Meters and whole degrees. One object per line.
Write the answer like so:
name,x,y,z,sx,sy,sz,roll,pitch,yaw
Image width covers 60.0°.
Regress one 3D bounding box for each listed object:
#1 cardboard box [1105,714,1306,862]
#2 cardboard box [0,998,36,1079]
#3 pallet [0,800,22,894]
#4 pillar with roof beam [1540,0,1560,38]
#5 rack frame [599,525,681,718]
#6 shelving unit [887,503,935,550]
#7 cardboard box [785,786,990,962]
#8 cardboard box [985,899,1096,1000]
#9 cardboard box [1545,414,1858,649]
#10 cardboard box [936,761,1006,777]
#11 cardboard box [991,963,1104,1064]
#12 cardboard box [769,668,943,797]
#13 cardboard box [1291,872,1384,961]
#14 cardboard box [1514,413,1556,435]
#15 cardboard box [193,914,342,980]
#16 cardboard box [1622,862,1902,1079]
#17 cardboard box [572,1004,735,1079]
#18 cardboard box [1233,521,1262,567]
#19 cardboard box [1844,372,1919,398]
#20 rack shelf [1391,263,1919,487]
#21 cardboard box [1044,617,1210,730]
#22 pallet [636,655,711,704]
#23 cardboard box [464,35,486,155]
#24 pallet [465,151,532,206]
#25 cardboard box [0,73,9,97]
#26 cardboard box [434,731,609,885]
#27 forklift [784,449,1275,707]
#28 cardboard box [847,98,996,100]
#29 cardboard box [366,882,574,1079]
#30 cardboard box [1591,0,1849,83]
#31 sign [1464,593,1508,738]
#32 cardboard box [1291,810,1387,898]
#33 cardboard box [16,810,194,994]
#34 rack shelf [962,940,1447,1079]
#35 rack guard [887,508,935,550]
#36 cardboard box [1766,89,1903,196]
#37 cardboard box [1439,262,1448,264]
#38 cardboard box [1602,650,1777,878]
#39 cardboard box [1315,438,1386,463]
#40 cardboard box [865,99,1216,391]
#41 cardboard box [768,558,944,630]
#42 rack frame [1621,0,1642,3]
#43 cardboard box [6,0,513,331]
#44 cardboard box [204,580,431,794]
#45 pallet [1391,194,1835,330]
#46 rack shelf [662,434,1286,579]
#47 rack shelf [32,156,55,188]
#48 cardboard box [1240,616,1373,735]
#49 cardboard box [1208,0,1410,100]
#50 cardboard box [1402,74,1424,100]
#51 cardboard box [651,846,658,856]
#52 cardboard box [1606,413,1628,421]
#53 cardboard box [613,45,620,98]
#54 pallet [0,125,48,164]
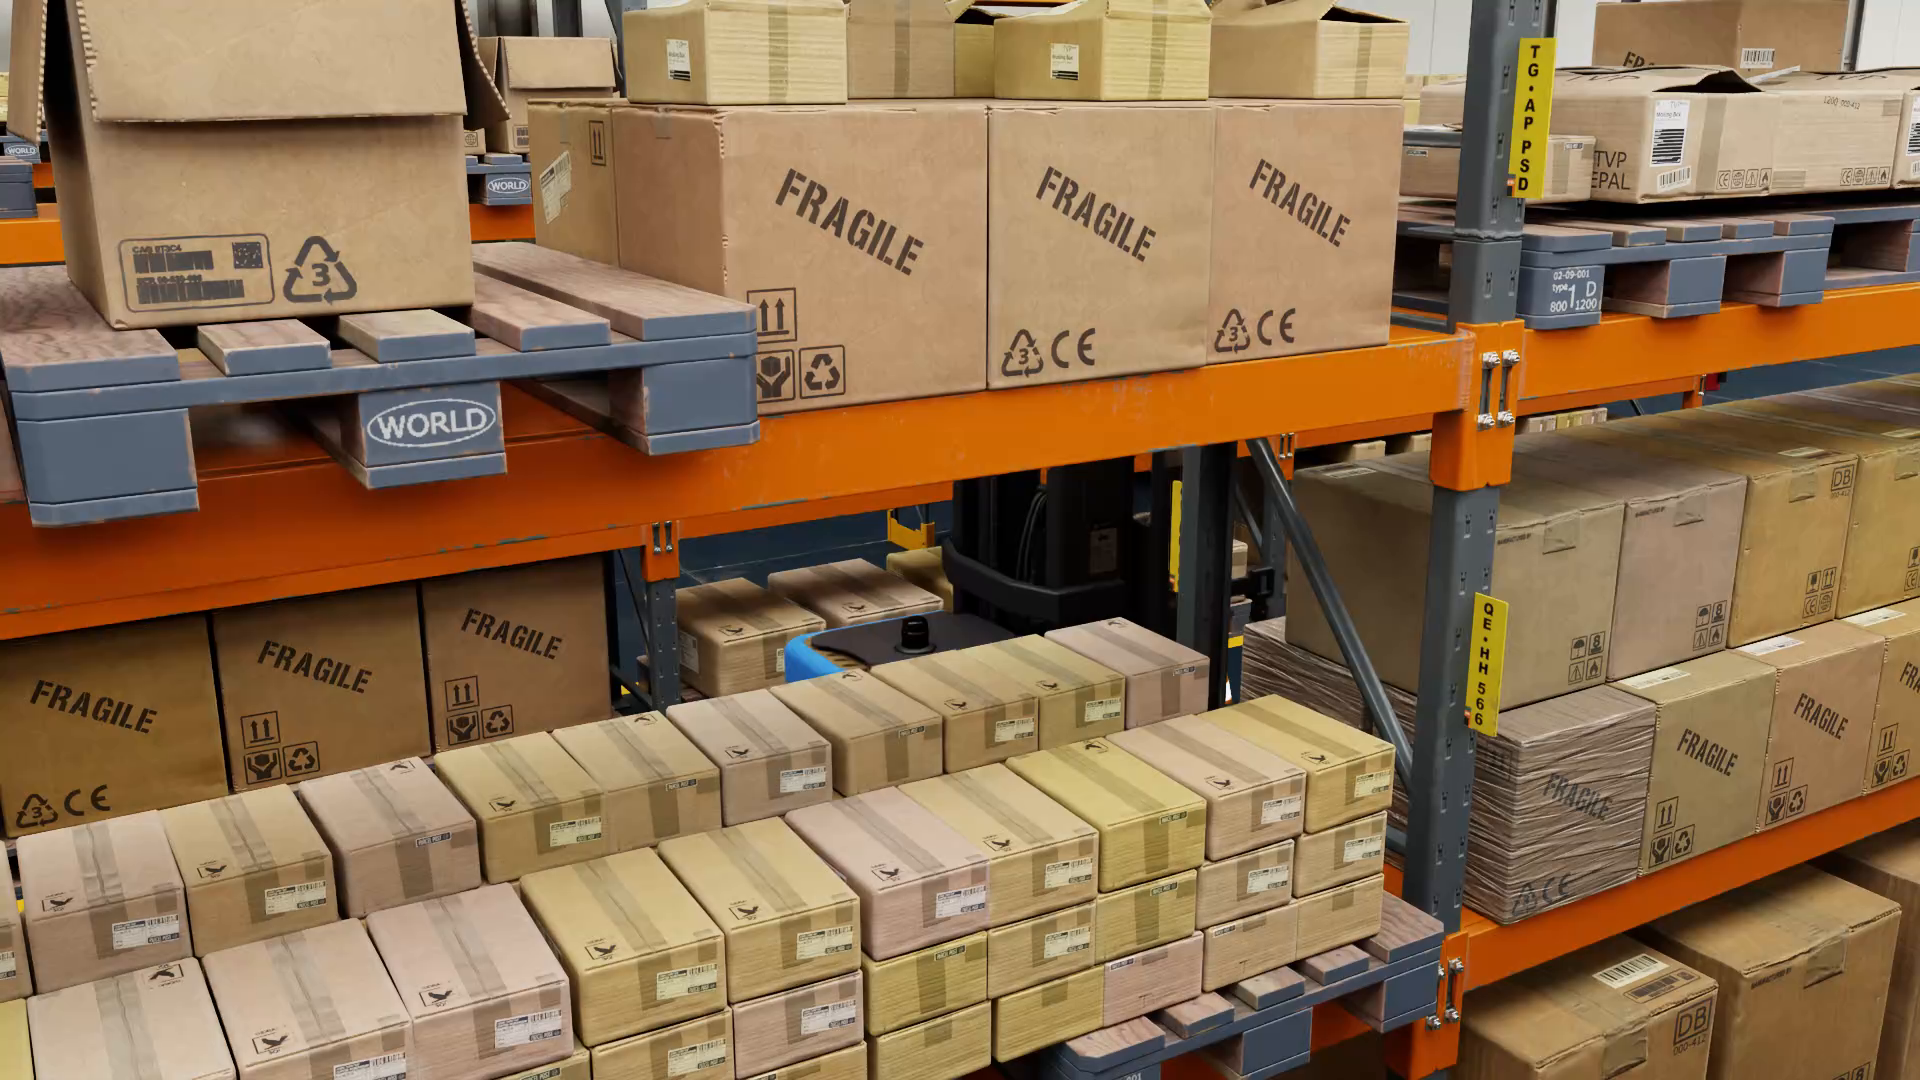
cardboard box,0.519,0.524,3.569,0.250,0.149,0.380,-9,18,-30
cardboard box,-1.477,0.848,2.414,0.250,0.149,0.380,-9,18,-29
pallet,-4.522,1.326,7.290,1.213,0.211,1.003,-9,18,-30
pillar with roof beam,8.881,-5.547,15.525,0.400,9.000,9.100,-9,18,-30
rack frame,-1.716,-0.448,8.452,0.127,3.000,1.000,-9,18,-30
shelving unit,0.065,-0.733,12.245,1.083,1.500,0.587,-9,18,-30
cardboard box,-0.142,0.630,3.189,0.250,0.149,0.380,-9,18,-30
cardboard box,0.064,0.742,3.343,0.250,0.149,0.380,-9,18,-30
cardboard box,2.181,-0.049,4.990,0.500,0.500,0.700,-10,18,-31
cardboard box,-0.056,0.555,4.008,0.250,0.149,0.380,-10,18,-31
cardboard box,0.084,0.880,3.399,0.250,0.149,0.380,-9,18,-30
cardboard box,-0.245,0.442,3.860,0.250,0.149,0.380,-10,19,-32
cardboard box,0.734,0.777,3.770,0.250,0.149,0.380,-9,18,-29
cardboard box,3.865,-0.803,11.443,0.250,0.149,0.380,-8,18,-27
cardboard box,-1.374,0.768,3.250,0.250,0.149,0.380,-10,19,-33
cardboard box,2.236,1.378,5.327,0.750,0.750,1.050,-9,18,-29
cardboard box,-0.595,0.848,2.963,0.250,0.149,0.380,-10,18,-31
cardboard box,2.081,-0.027,11.265,0.500,0.250,0.500,-8,18,-27
cardboard box,3.486,-0.260,5.744,0.500,0.500,0.700,-10,18,-31
rack shelf,2.634,-0.693,5.100,4.000,0.370,1.077,-9,18,-30
cardboard box,0.420,0.335,4.242,0.250,0.149,0.380,-9,18,-30
pallet,-1.045,0.786,9.215,1.213,0.211,1.003,-9,18,-30
cardboard box,-2.467,-1.961,7.329,0.500,0.500,0.700,-10,19,-32
pallet,-2.241,-1.700,7.709,1.003,0.211,1.213,-8,18,-27
cardboard box,-6.153,-2.892,10.564,0.250,0.149,0.380,-9,18,-29
cardboard box,-0.918,0.551,3.470,0.250,0.149,0.380,-10,18,-30
forklift,0.783,-0.059,7.191,3.031,2.935,1.130,-9,18,-29
cardboard box,-0.132,-0.721,3.681,0.500,0.500,0.500,-9,18,-30
cardboard box,-0.827,0.743,2.787,0.250,0.149,0.380,-8,18,-28
cardboard box,2.266,-1.366,5.021,0.500,0.500,0.500,-9,18,-30
sign,1.207,0.288,3.828,0.005,0.325,0.100,-9,18,-30
cardboard box,0.731,0.632,3.733,0.250,0.149,0.380,-9,18,-29
cardboard box,-1.588,0.661,3.081,0.250,0.149,0.380,-9,18,-30
rack shelf,-0.795,1.307,3.522,4.000,0.370,1.077,-9,18,-30
rack guard,-0.362,-0.062,12.167,0.087,0.250,0.587,-9,18,-30
cardboard box,2.083,-1.059,4.387,0.500,0.250,0.500,-9,18,-28
cardboard box,2.651,-1.754,10.521,0.500,0.500,0.700,-9,18,-29
cardboard box,1.878,0.563,4.657,0.500,0.500,0.500,-9,18,-30
cardboard box,2.496,-0.579,10.643,0.250,0.149,0.380,-9,18,-29
cardboard box,0.139,-0.599,3.246,0.500,0.500,0.500,-9,18,-30
cardboard box,-0.598,0.434,9.394,0.625,0.372,0.950,-10,18,-31
rack frame,5.141,-4.449,11.609,0.127,3.000,1.000,-9,18,-30
cardboard box,-1.117,-0.642,2.615,0.637,0.503,0.797,-9,18,-30
cardboard box,-3.118,0.572,7.969,0.875,0.875,0.875,-9,18,-29
pallet,1.444,-0.772,4.400,1.003,0.211,1.213,-8,18,-27
rack shelf,-0.002,-0.380,9.541,4.000,0.370,1.077,-9,18,-30
rack shelf,-5.990,-2.416,11.247,4.000,0.370,1.077,-9,18,-30
cardboard box,1.168,0.510,4.848,0.500,0.500,0.500,-9,18,-30
cardboard box,0.707,-1.062,3.480,0.258,0.266,0.396,-9,18,-30
cardboard box,2.590,-2.757,10.120,0.250,0.149,0.380,-10,18,-32
cardboard box,-0.701,0.658,3.640,0.250,0.149,0.380,-9,18,-30
cardboard box,4.589,-0.628,12.020,0.500,0.500,0.500,-9,18,-29
cardboard box,-2.657,-3.525,12.721,0.500,0.500,0.500,-9,18,-28
pallet,-6.222,-2.613,10.966,1.003,0.211,1.213,-9,18,-30
